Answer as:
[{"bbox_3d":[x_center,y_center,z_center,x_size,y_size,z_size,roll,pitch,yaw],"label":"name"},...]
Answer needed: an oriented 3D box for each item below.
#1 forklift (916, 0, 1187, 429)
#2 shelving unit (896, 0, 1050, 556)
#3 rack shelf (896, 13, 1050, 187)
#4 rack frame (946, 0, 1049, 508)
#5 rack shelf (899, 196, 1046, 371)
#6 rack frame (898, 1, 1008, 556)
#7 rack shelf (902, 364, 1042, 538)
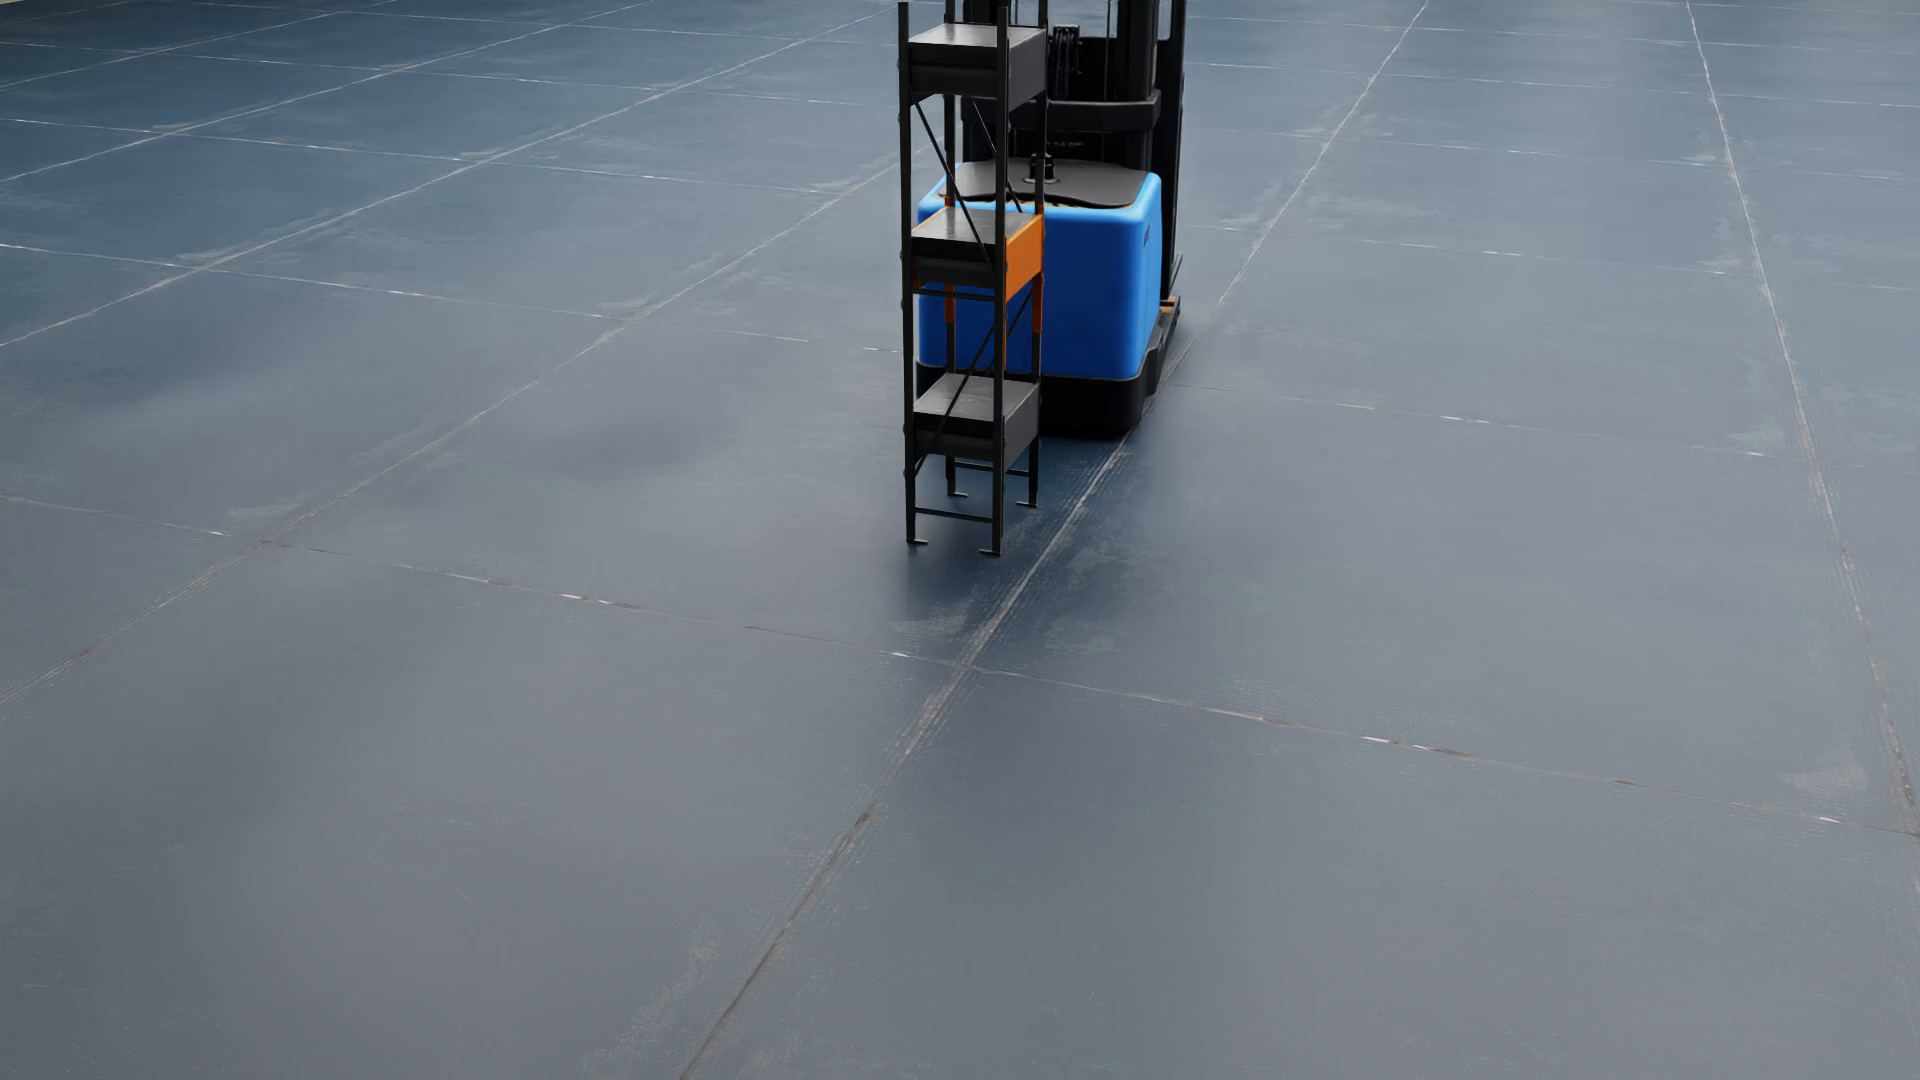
[{"bbox_3d":[0.607,-2.446,8.438,1.130,2.935,3.031,5,26,11],"label":"forklift"},{"bbox_3d":[0.055,-1.013,6.433,0.431,2.100,0.503,9,27,17],"label":"shelving unit"},{"bbox_3d":[0.055,-1.631,6.134,0.431,0.518,0.480,9,27,17],"label":"rack shelf"},{"bbox_3d":[0.136,-1.113,6.640,0.400,2.100,0.015,9,27,17],"label":"rack frame"},{"bbox_3d":[0.055,-1.001,6.439,0.431,0.518,0.480,9,27,17],"label":"rack shelf"},{"bbox_3d":[-0.026,-0.913,6.226,0.400,2.100,0.015,9,27,17],"label":"rack frame"},{"bbox_3d":[0.055,-0.371,6.744,0.431,0.518,0.480,9,27,17],"label":"rack shelf"}]
